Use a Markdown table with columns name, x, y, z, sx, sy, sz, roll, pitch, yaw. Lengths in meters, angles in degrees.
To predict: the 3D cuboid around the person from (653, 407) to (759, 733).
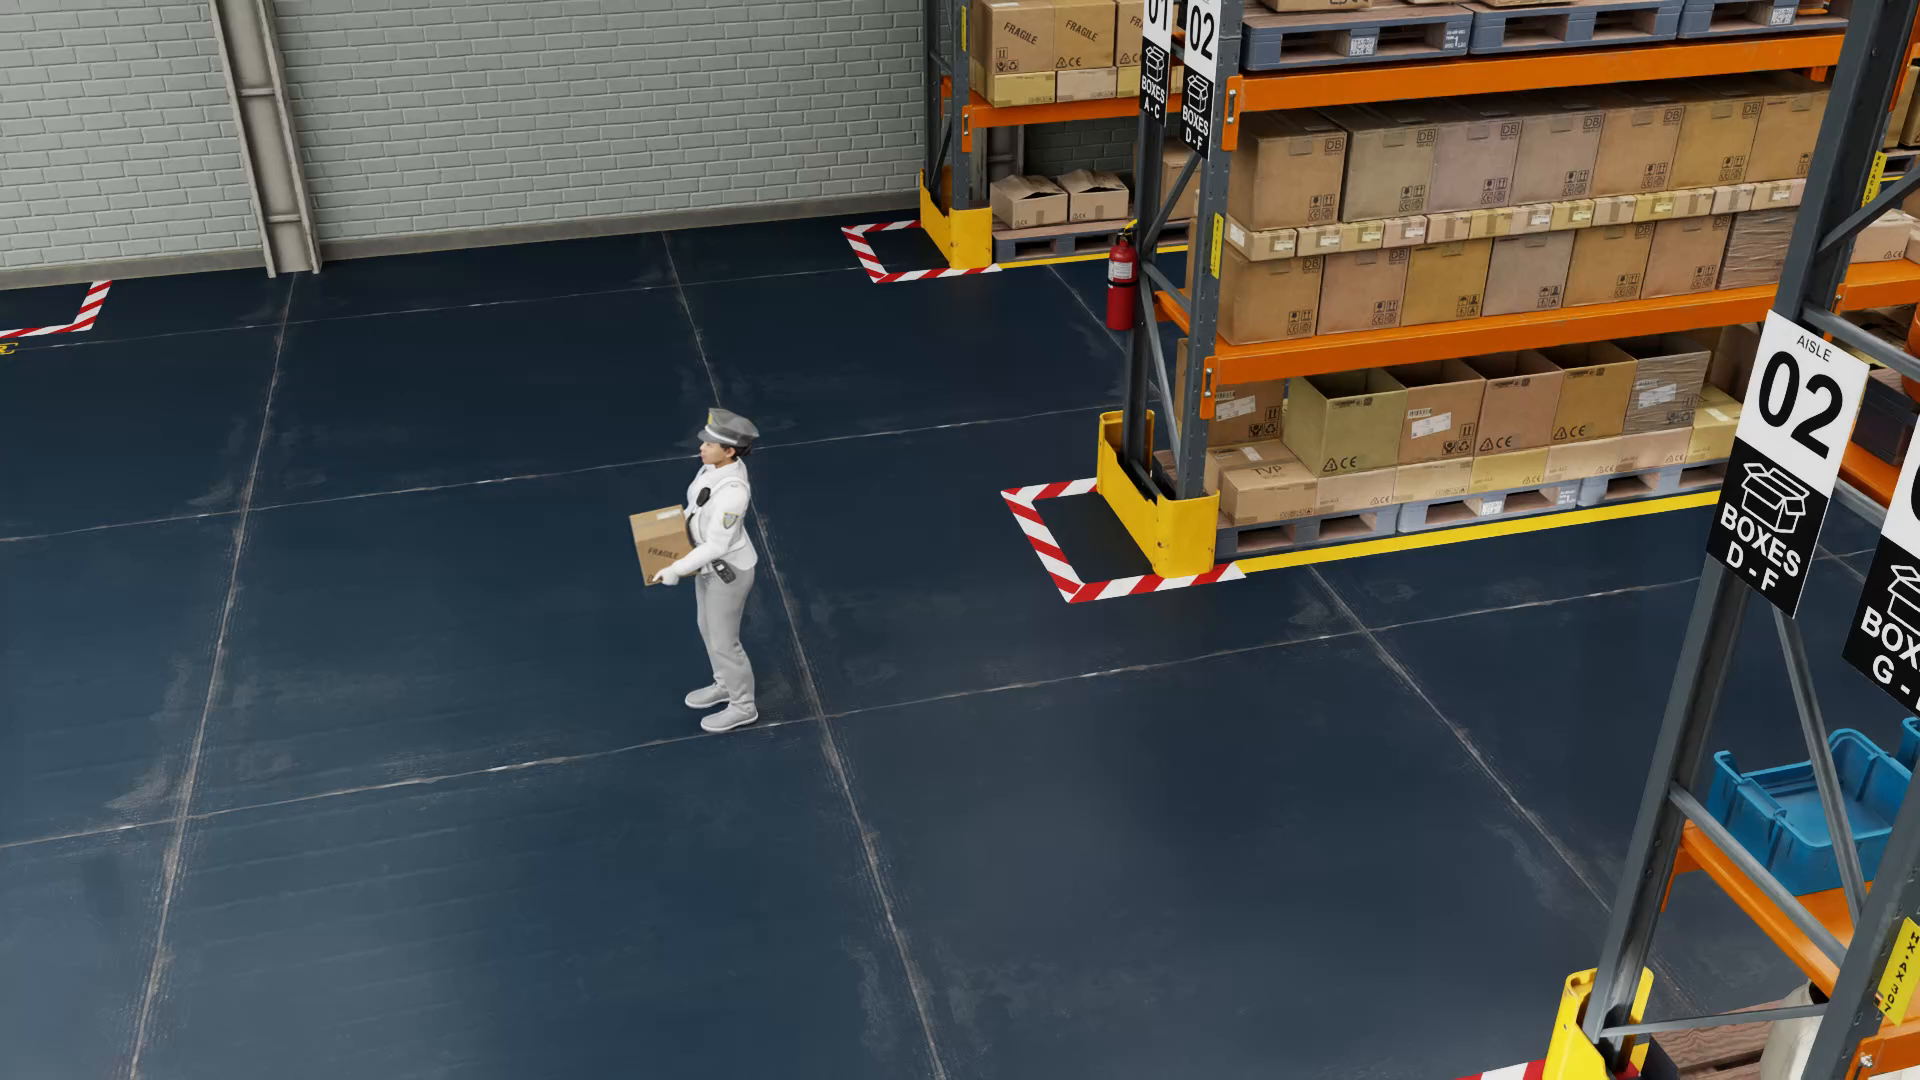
| name | x | y | z | sx | sy | sz | roll | pitch | yaw |
| --- | --- | --- | --- | --- | --- | --- | --- | --- | --- |
| person | -1.200 | 0.142 | 7.964 | 0.555 | 1.687 | 0.461 | -8 | 31 | -13 |
